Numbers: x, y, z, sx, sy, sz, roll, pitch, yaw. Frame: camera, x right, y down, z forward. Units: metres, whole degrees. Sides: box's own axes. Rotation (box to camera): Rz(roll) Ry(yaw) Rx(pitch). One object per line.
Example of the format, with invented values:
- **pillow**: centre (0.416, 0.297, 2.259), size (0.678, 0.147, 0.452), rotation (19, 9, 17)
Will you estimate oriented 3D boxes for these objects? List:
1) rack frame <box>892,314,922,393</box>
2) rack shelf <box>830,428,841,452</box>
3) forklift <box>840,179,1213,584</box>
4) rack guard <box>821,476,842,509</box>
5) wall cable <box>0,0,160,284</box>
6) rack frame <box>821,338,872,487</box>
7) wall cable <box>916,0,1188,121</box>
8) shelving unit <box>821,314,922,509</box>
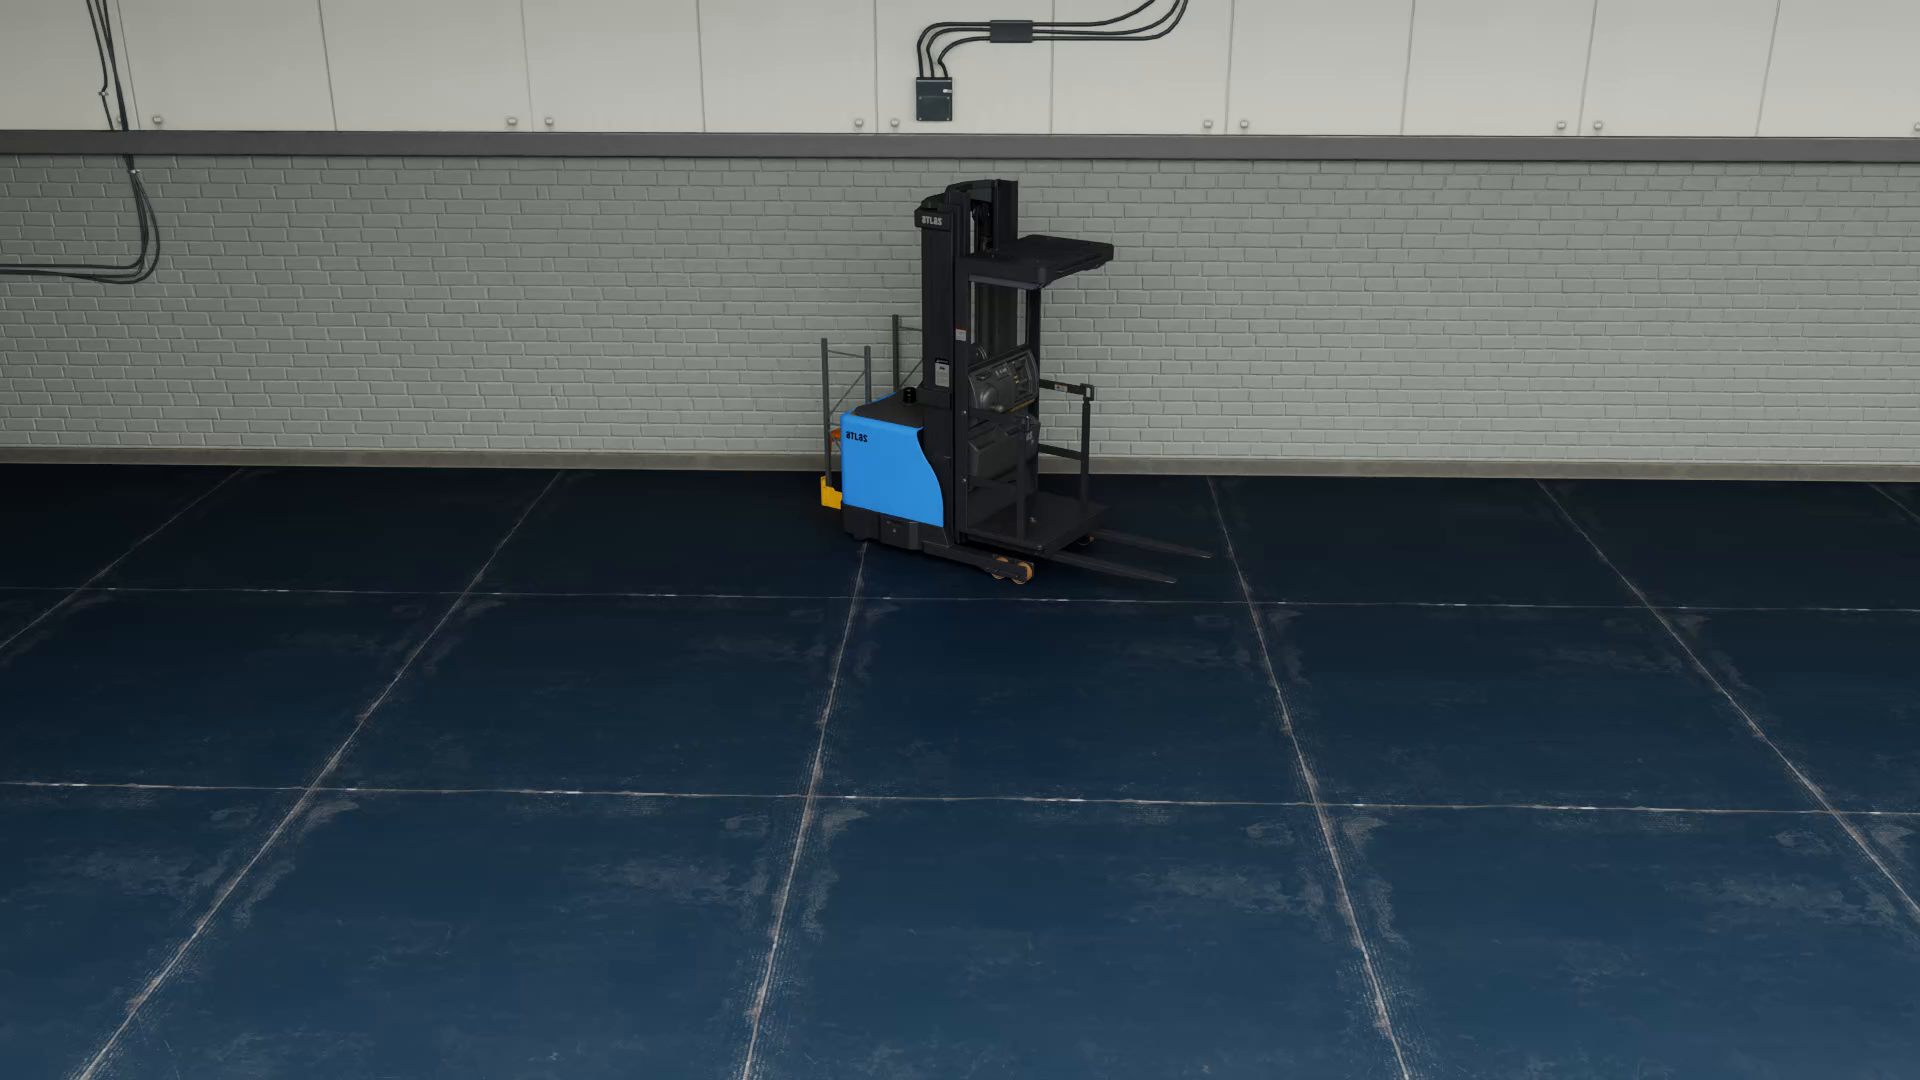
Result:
- **rack frame**: centre (-0.391, -1.267, 15.015), size (0.500, 1.500, 0.032), rotation (14, 25, 31)
- **rack shelf**: centre (-0.675, -0.947, 14.687), size (0.538, 0.185, 1.000), rotation (14, 25, 31)
- **forklift**: centre (0.519, -1.242, 12.972), size (3.031, 2.935, 1.130), rotation (13, 25, 31)
- **rack guard**: centre (-0.960, -0.380, 14.457), size (0.587, 0.250, 0.087), rotation (14, 25, 31)
- **wall cable**: centre (-8.708, -3.460, 14.592), size (3.097, 2.526, 0.112), rotation (1, 21, 2)
- **rack frame**: centre (-0.960, -0.962, 14.230), size (0.500, 1.500, 0.032), rotation (14, 25, 31)
- **wall cable**: centre (0.780, -6.383, 13.132), size (2.305, 6.003, 0.169), rotation (1, 21, 2)
- **shelving unit**: centre (-0.680, -1.112, 14.615), size (0.587, 1.500, 1.083), rotation (14, 25, 31)
